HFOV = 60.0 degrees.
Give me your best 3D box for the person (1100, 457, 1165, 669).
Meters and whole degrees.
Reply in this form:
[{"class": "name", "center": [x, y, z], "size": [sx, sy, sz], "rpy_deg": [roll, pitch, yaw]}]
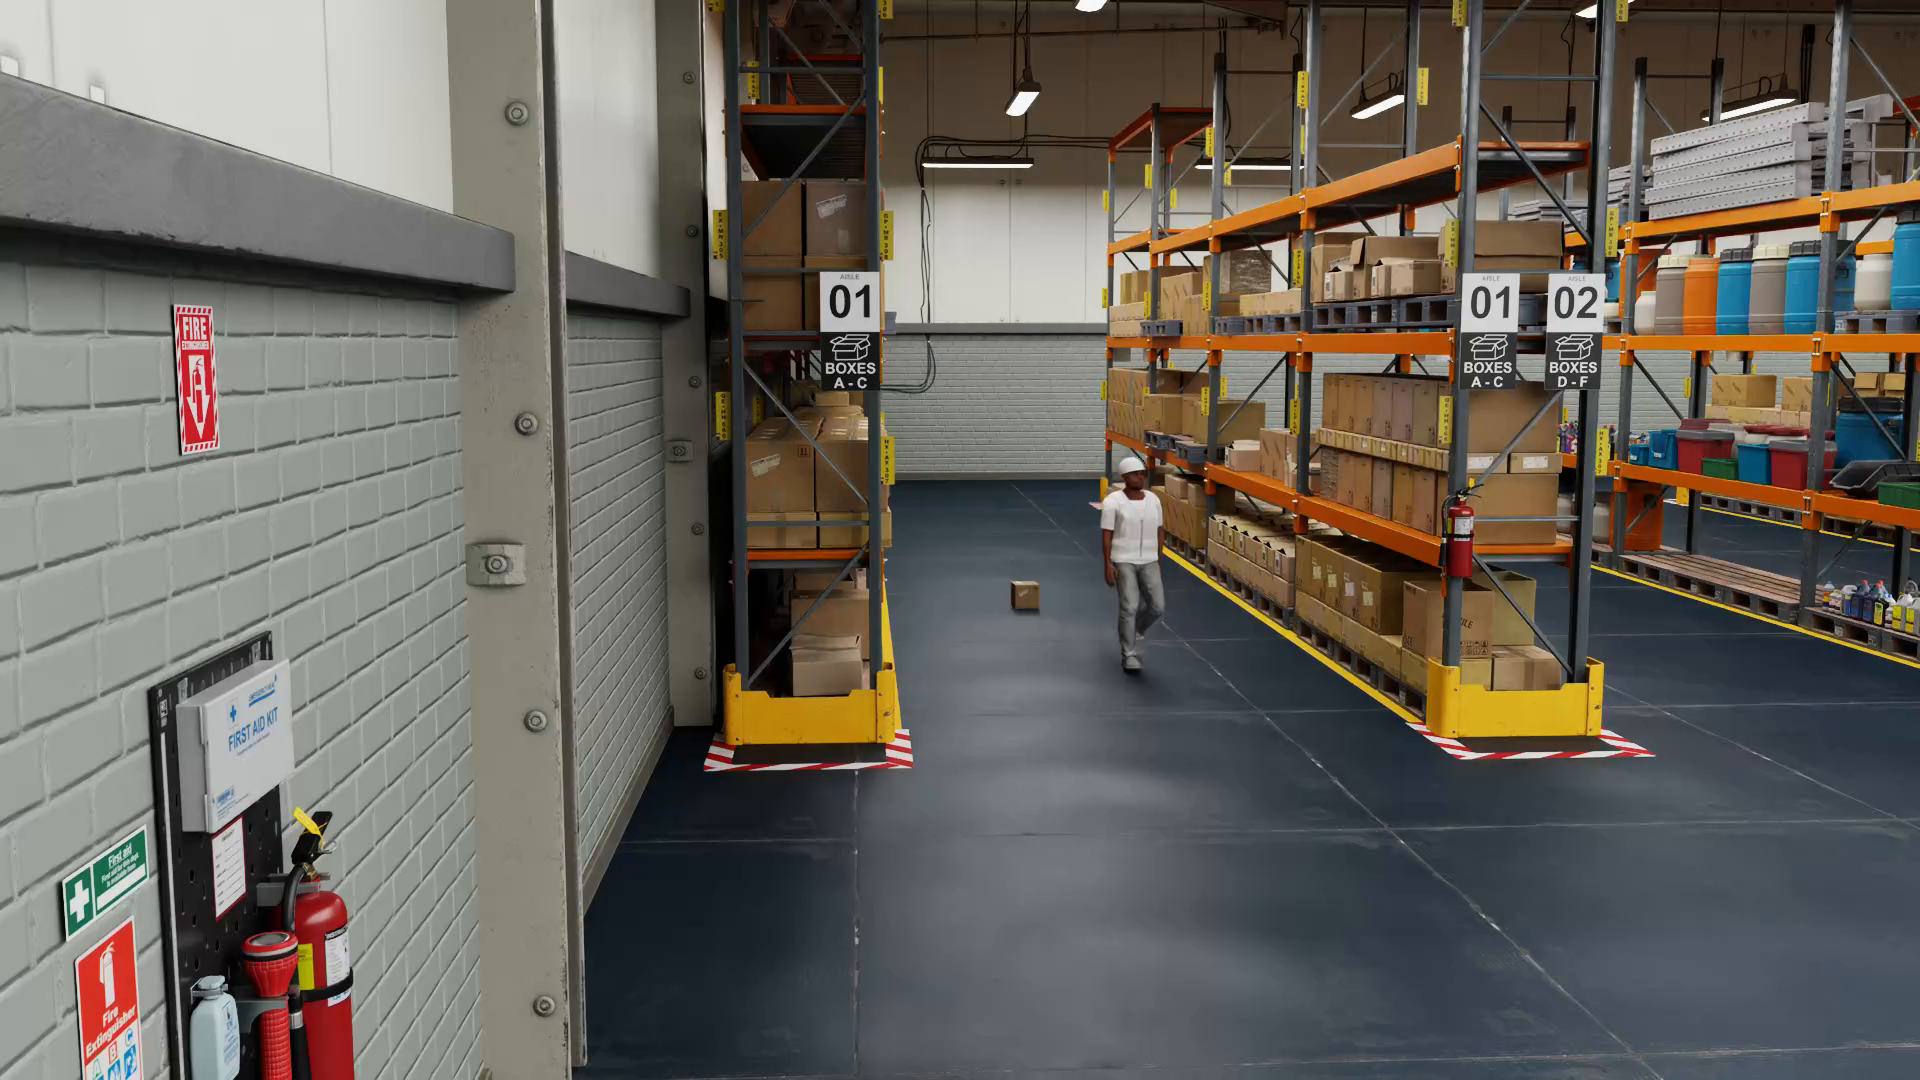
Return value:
[{"class": "person", "center": [1.451, 0.185, 13.897], "size": [0.567, 1.758, 0.531], "rpy_deg": [-2, 7, -18]}]
